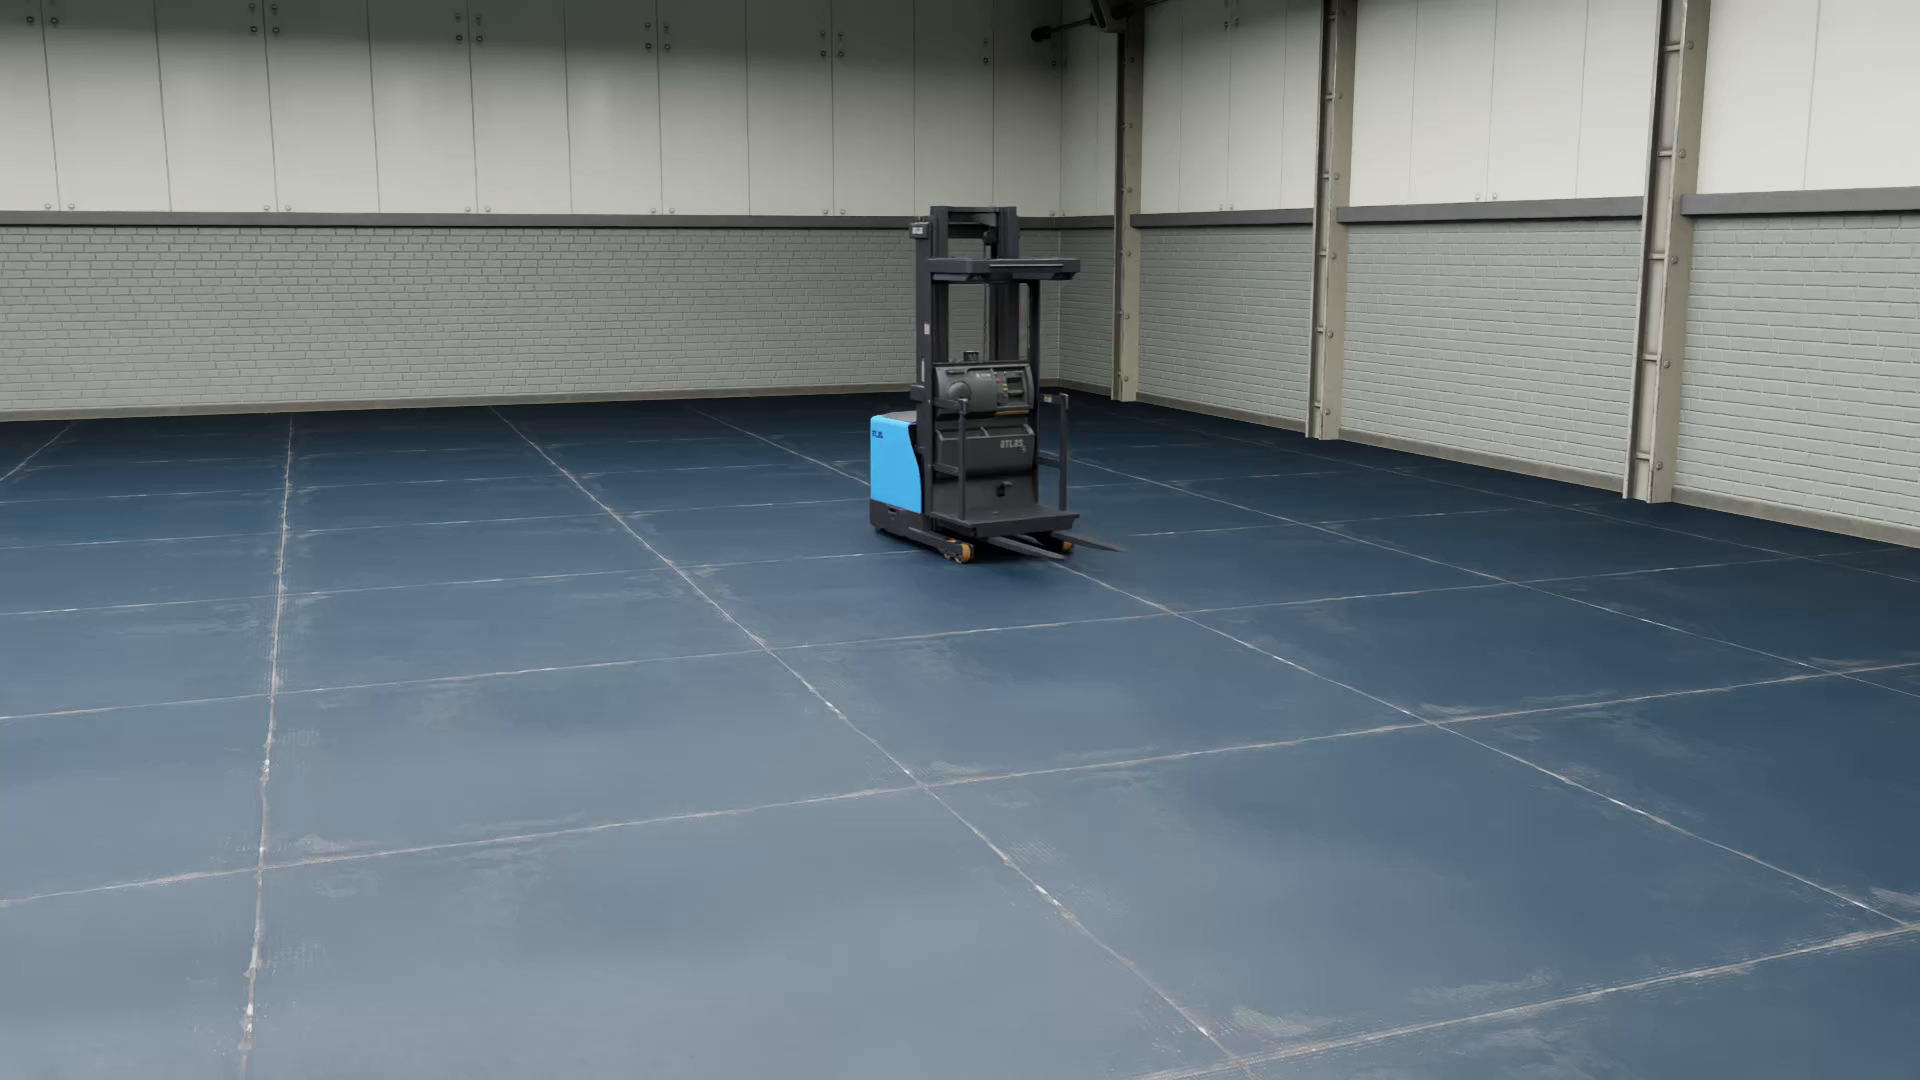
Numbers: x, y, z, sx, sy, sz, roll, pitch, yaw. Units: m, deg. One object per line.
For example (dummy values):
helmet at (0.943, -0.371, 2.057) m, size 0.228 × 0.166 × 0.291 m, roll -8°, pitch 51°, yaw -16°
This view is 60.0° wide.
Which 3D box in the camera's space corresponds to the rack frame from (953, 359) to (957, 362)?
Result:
rack frame at (-0.214, -1.040, 16.480) m, size 0.400 × 1.500 × 0.023 m, roll -5°, pitch 11°, yaw -25°

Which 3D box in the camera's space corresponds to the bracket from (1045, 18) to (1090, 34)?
bracket at (1.668, -8.915, 29.068) m, size 0.076 × 0.066 × 3.189 m, roll -4°, pitch 11°, yaw -21°

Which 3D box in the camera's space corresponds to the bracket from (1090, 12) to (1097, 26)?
bracket at (2.313, -8.625, 27.435) m, size 0.235 × 0.232 × 0.430 m, roll -4°, pitch 11°, yaw -21°

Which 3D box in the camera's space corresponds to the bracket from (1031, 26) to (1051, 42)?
bracket at (1.454, -9.012, 29.610) m, size 0.235 × 0.232 × 0.430 m, roll -4°, pitch 11°, yaw -21°

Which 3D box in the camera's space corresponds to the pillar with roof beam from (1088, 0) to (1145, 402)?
pillar with roof beam at (-1.218, -6.534, 25.960) m, size 9.100 × 9.000 × 0.548 m, roll -4°, pitch 11°, yaw -21°

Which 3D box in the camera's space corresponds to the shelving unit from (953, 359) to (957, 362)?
shelving unit at (-0.055, -0.982, 16.156) m, size 0.431 × 1.500 × 0.755 m, roll -5°, pitch 11°, yaw -25°

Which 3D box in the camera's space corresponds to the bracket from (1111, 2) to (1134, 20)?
bracket at (2.614, -8.489, 26.673) m, size 0.235 × 0.232 × 0.430 m, roll -4°, pitch 11°, yaw -21°

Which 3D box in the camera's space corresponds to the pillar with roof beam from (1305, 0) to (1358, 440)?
pillar with roof beam at (0.956, -5.555, 20.454) m, size 9.100 × 9.000 × 0.400 m, roll -4°, pitch 11°, yaw -21°

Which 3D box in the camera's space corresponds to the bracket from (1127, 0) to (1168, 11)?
bracket at (3.547, -8.069, 24.309) m, size 0.076 × 0.066 × 4.783 m, roll -4°, pitch 11°, yaw -21°

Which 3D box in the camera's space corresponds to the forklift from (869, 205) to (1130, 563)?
forklift at (0.320, -1.342, 14.095) m, size 1.130 × 2.935 × 3.031 m, roll -6°, pitch 11°, yaw -29°

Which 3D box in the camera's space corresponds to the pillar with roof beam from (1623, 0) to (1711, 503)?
pillar with roof beam at (3.130, -4.576, 14.948) m, size 9.100 × 9.000 × 0.400 m, roll -4°, pitch 11°, yaw -21°
